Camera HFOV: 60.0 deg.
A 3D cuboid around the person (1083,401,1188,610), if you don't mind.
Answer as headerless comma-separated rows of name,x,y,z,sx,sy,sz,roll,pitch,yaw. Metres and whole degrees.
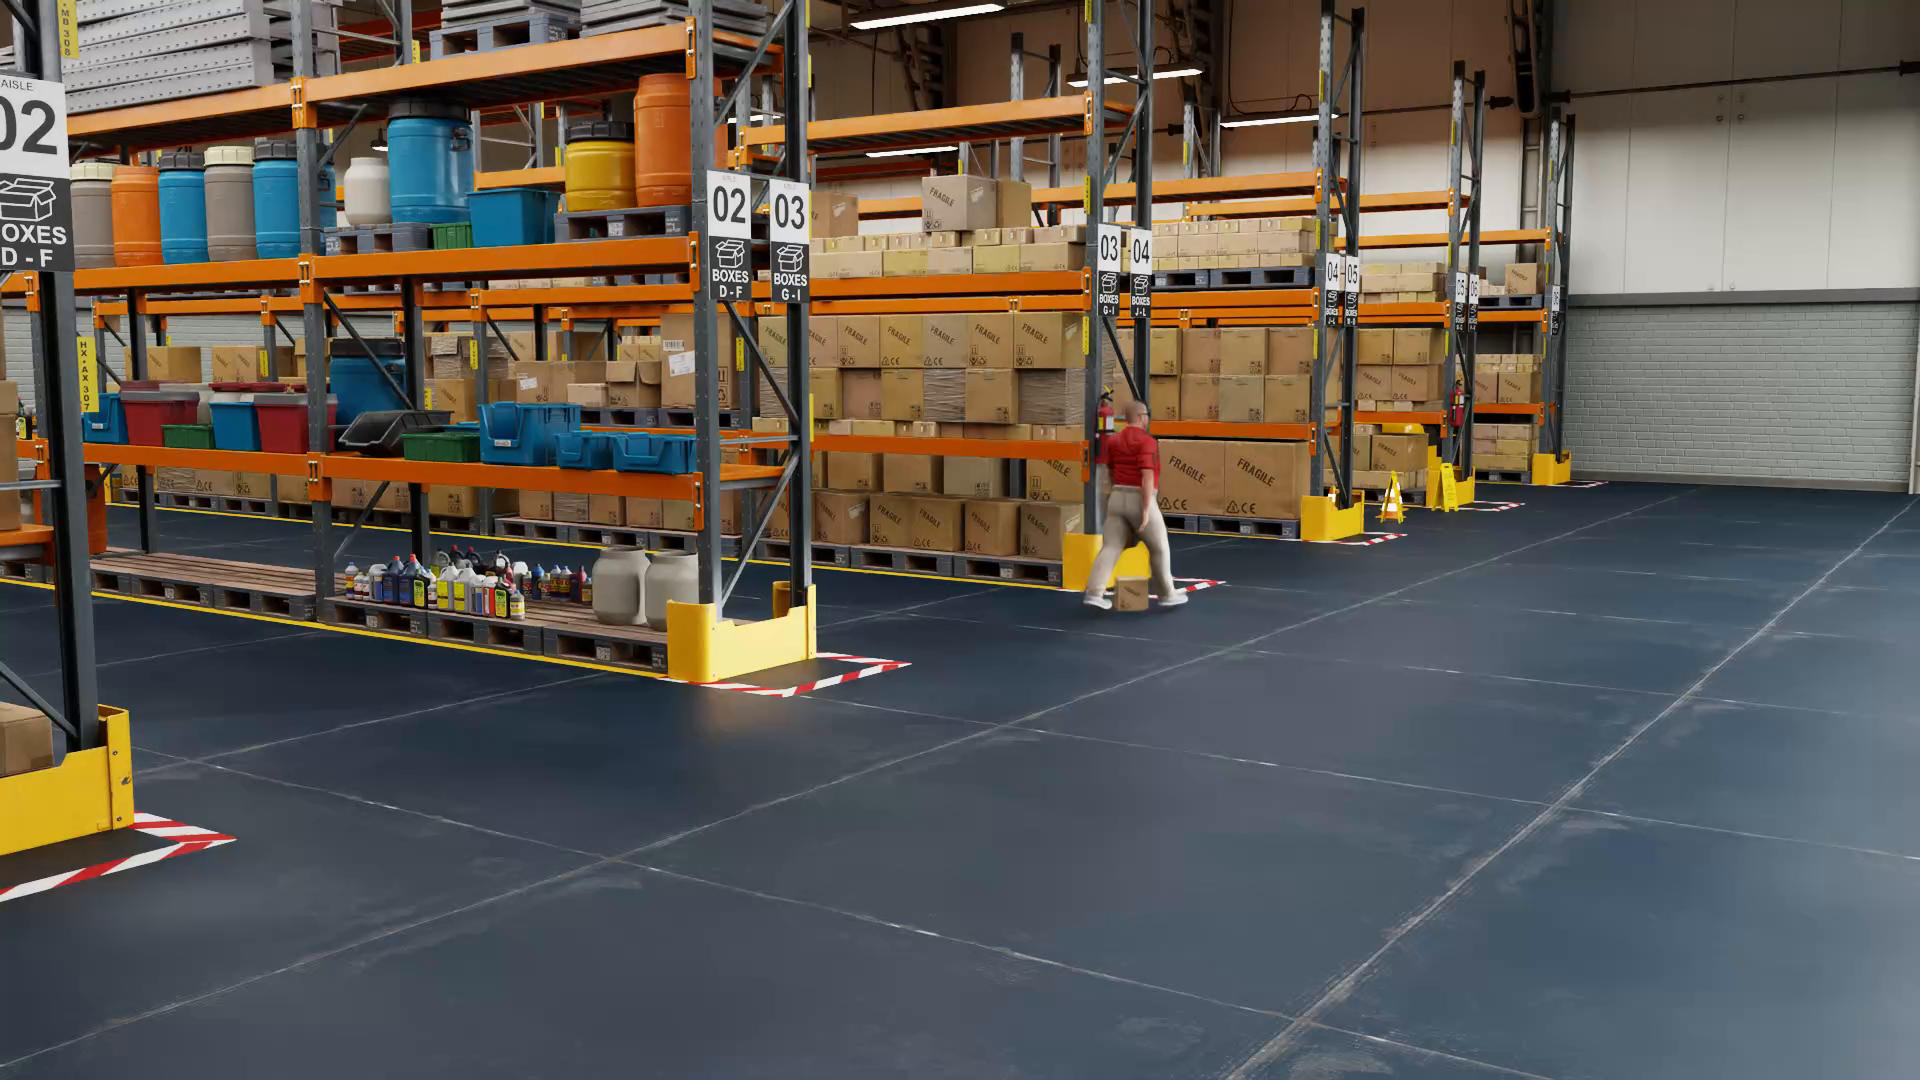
person,1.408,-0.281,13.351,0.563,1.664,1.067,6,8,41
